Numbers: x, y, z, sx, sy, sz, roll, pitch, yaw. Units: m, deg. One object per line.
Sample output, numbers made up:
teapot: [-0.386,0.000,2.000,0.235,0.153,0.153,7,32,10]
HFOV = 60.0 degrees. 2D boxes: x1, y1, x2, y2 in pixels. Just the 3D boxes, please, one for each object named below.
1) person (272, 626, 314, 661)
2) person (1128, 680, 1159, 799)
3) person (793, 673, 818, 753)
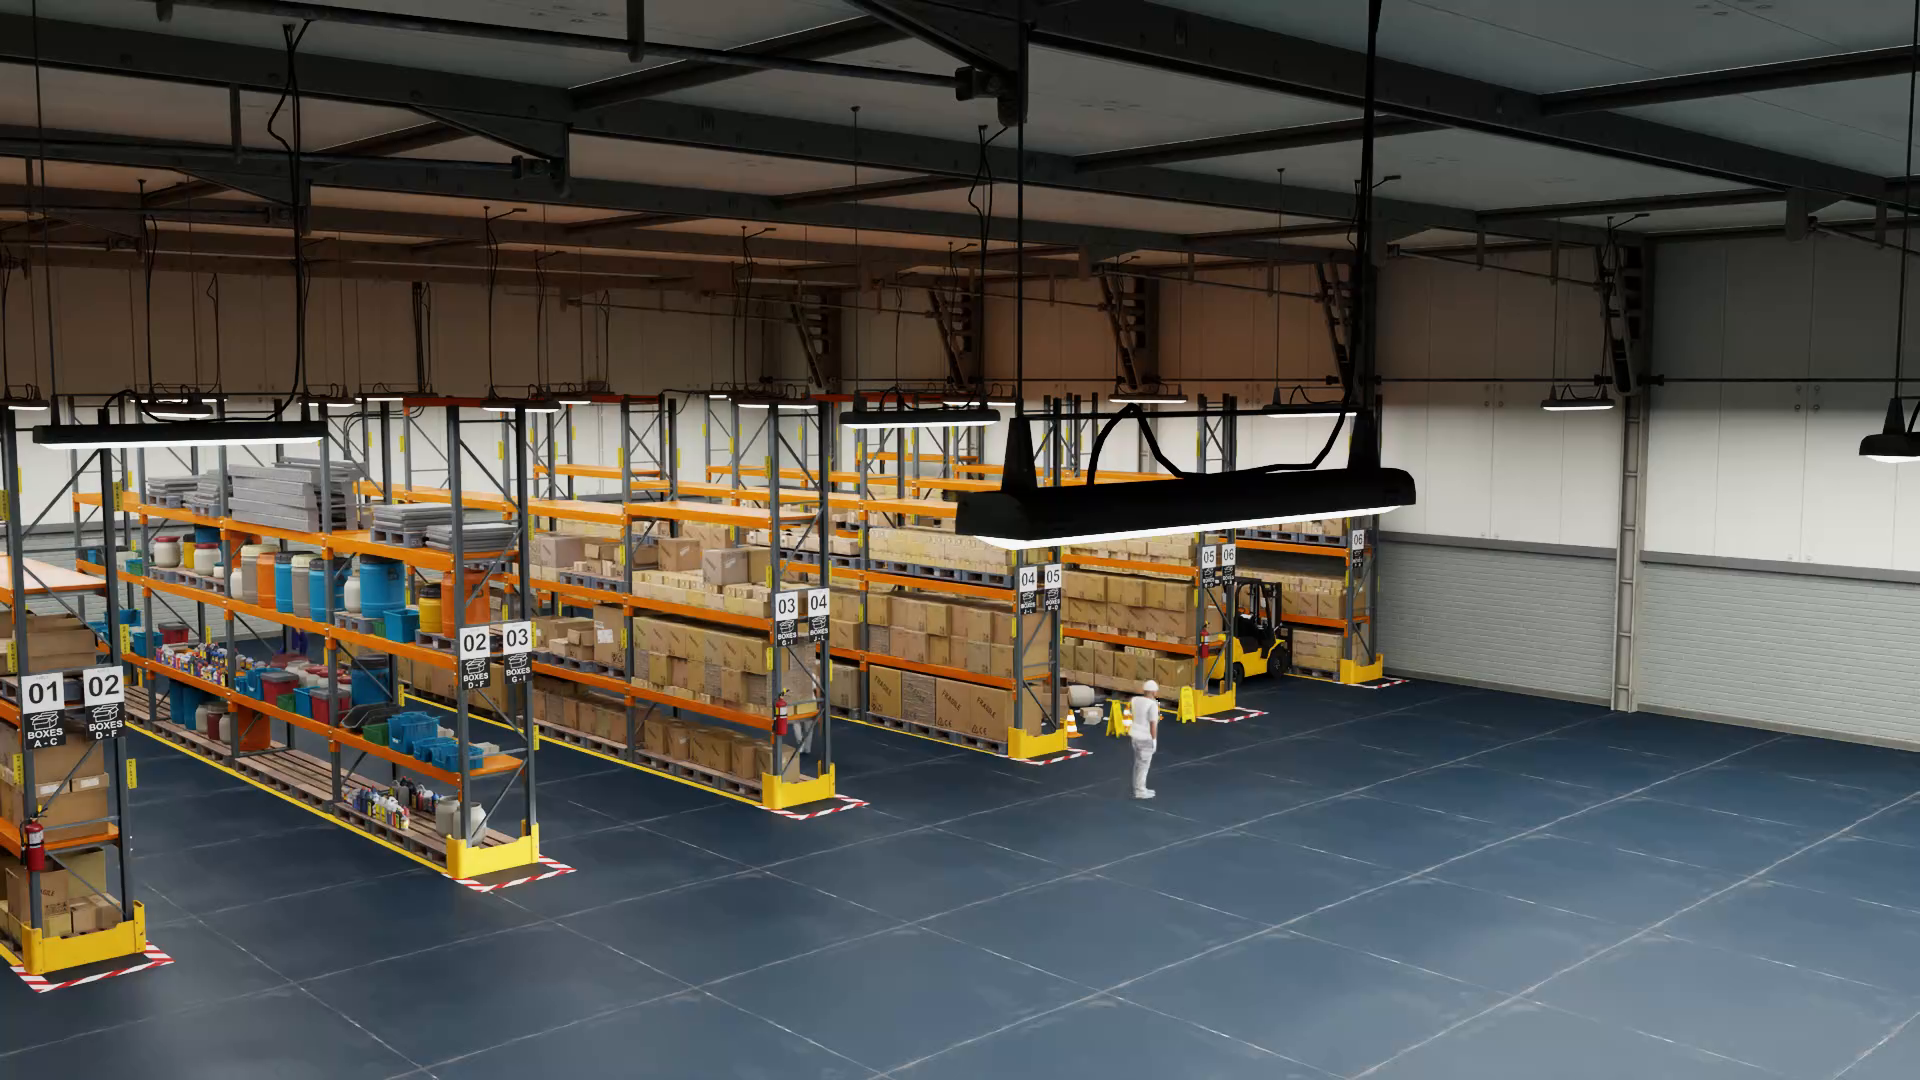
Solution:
person: [-14.880,1.946,37.049,0.857,1.599,0.513,-2,6,-24]
person: [2.812,3.011,25.224,0.451,1.790,0.585,-3,6,-26]
person: [-2.631,2.761,28.099,0.463,1.686,0.447,-1,6,-9]
